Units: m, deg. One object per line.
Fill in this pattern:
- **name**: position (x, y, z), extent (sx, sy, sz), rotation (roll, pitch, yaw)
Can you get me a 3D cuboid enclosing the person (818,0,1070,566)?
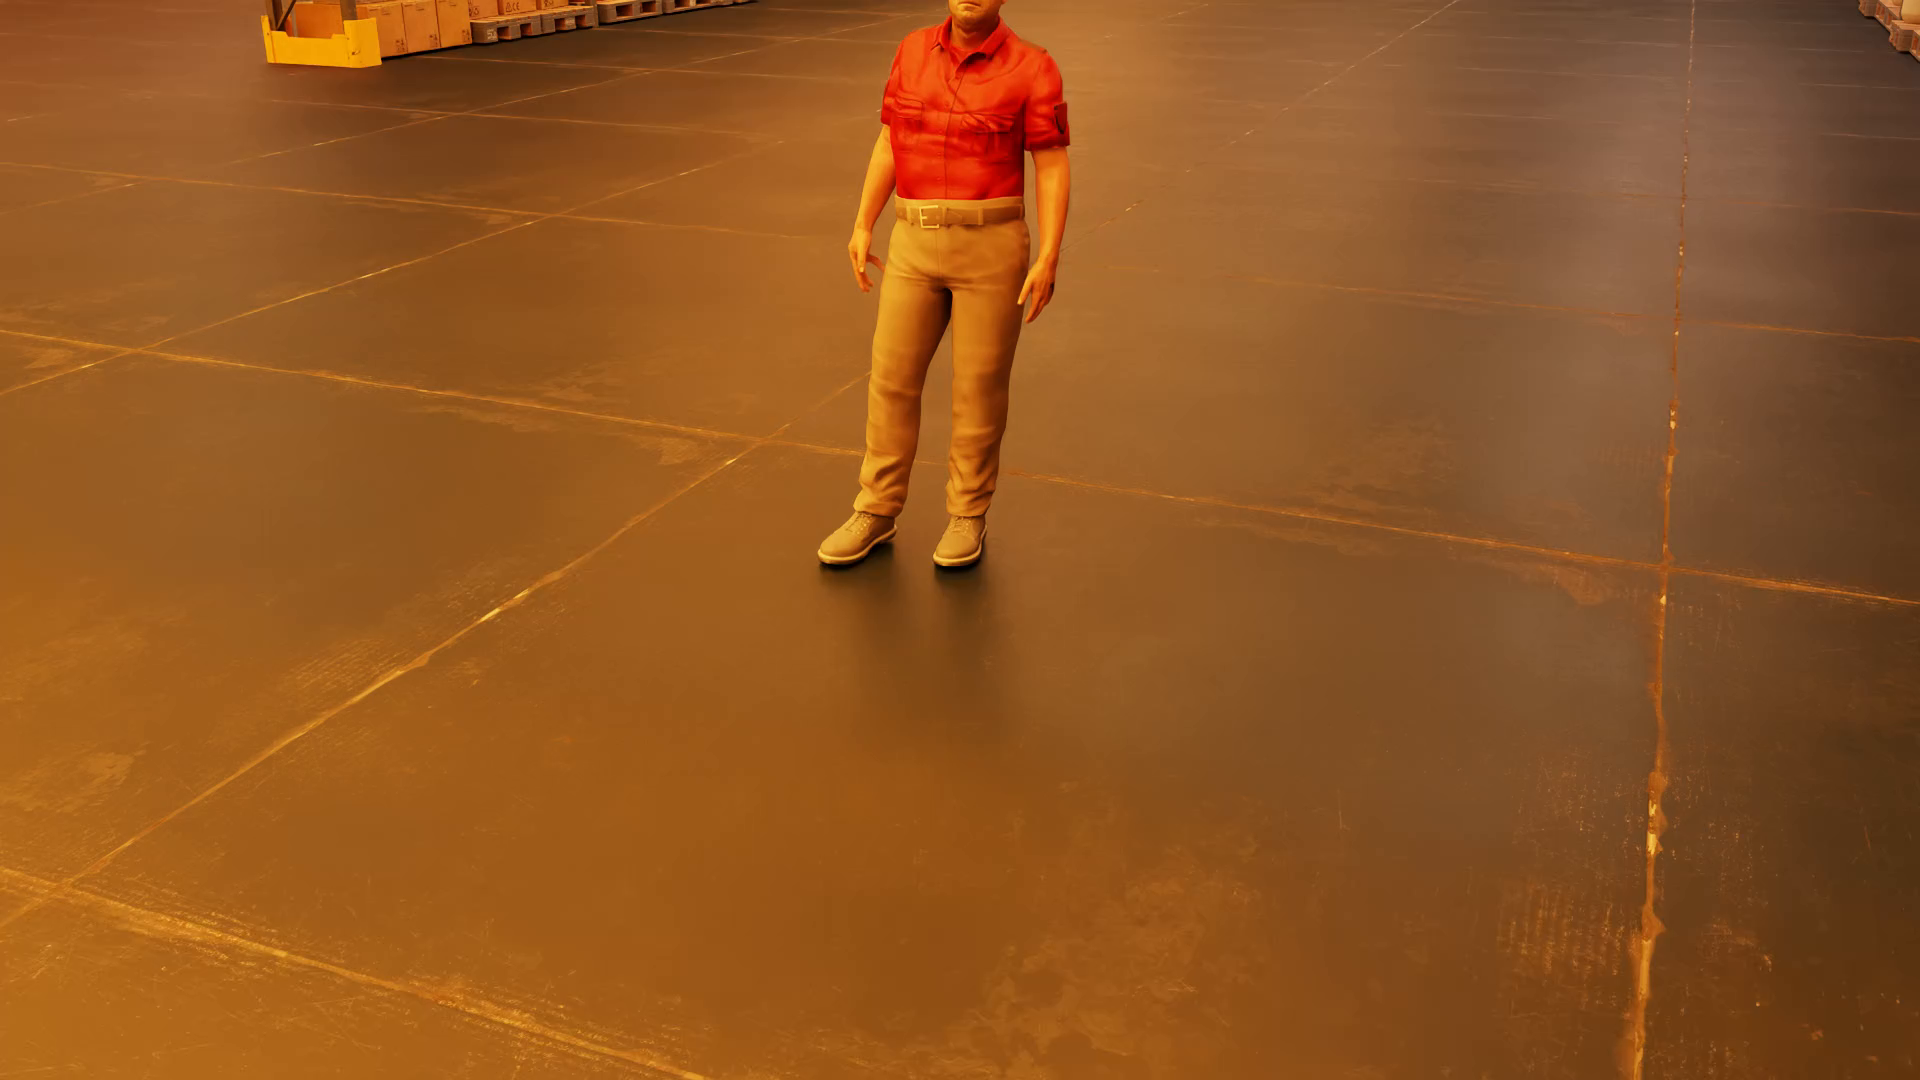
- **person**: position (-0.045, -0.775, 4.684), extent (0.641, 1.728, 0.550), rotation (9, 24, 21)
